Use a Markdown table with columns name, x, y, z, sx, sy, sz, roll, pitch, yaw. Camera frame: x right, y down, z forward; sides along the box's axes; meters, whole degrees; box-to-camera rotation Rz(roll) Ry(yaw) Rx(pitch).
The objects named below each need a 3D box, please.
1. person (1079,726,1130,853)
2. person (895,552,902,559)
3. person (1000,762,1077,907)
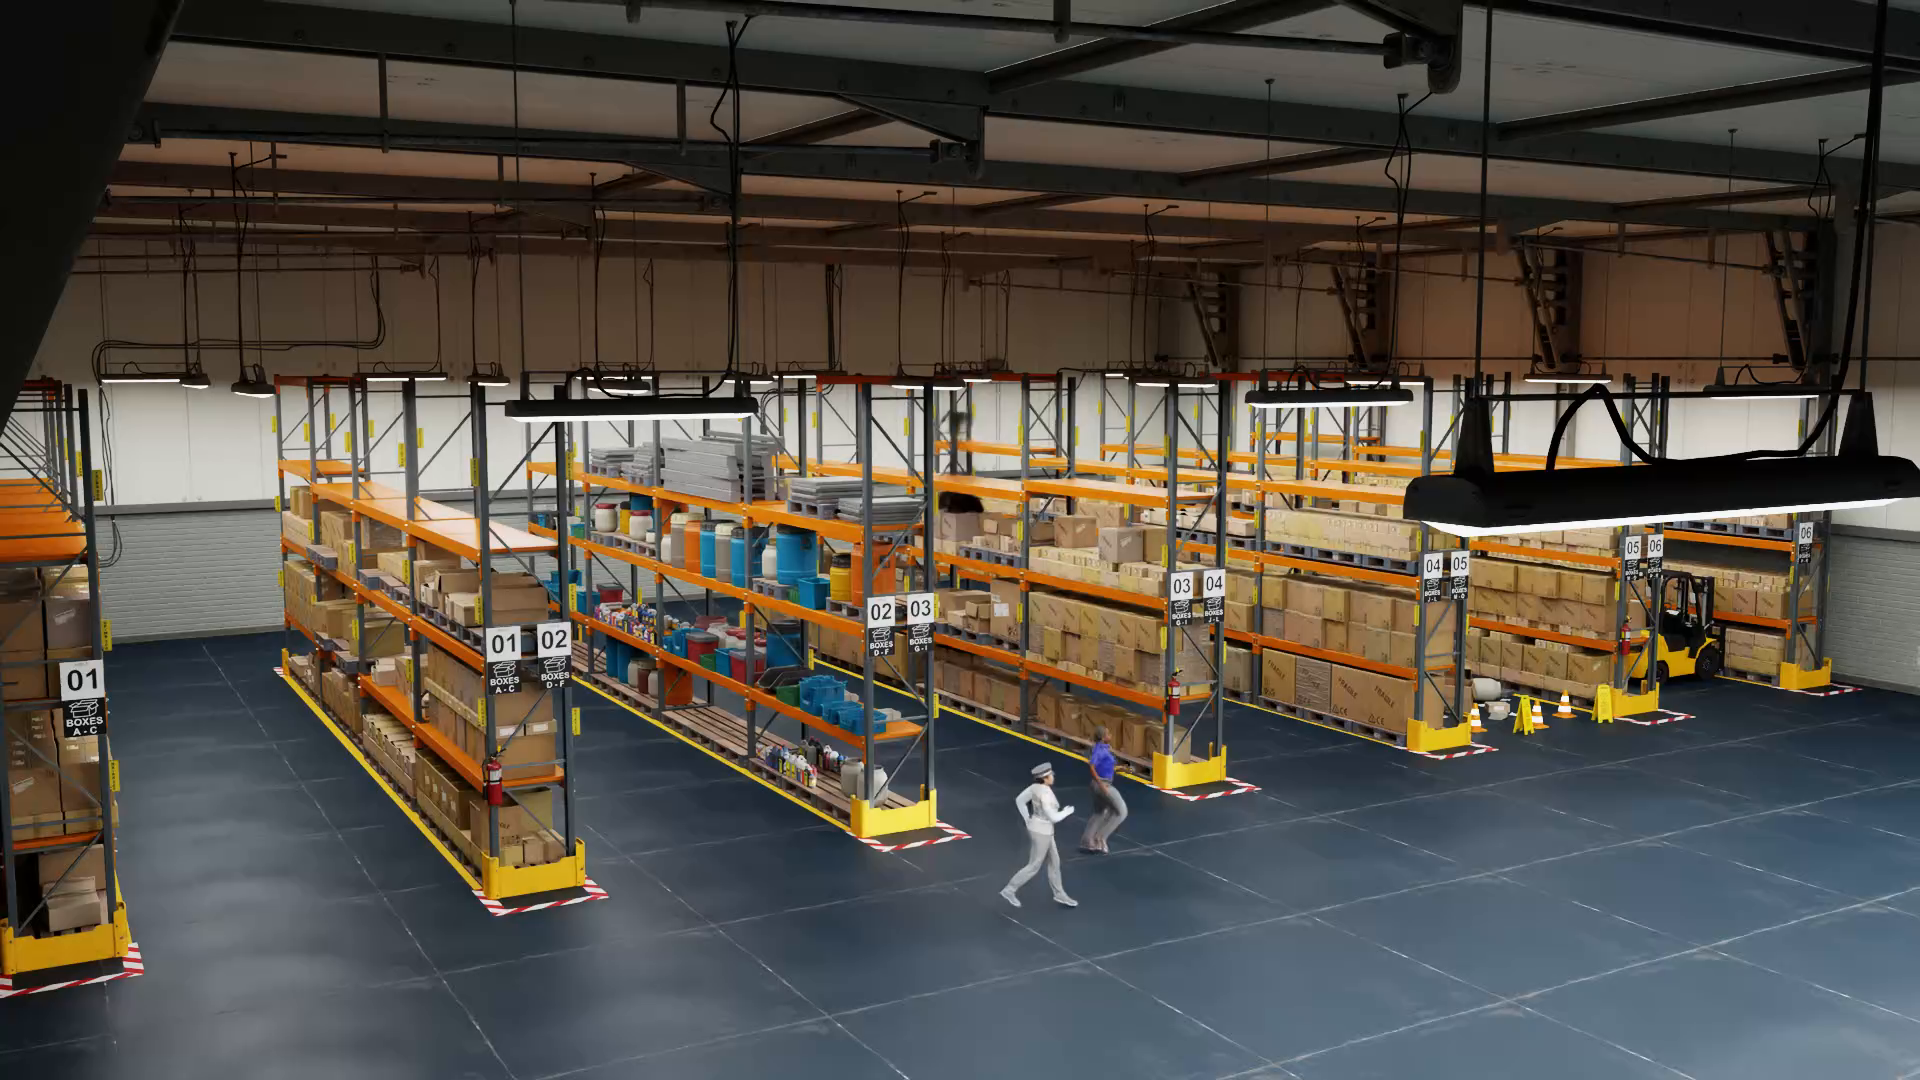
| name | x | y | z | sx | sy | sz | roll | pitch | yaw |
| --- | --- | --- | --- | --- | --- | --- | --- | --- | --- |
| person | 1.866 | 3.186 | 21.289 | 0.655 | 1.633 | 0.554 | -1 | 6 | -10 |
| person | -1.607 | 1.074 | 40.531 | 0.660 | 1.683 | 0.862 | 1 | 6 | 11 |
| person | 0.906 | 3.385 | 19.045 | 0.919 | 1.702 | 0.597 | -1 | 6 | -10 |
